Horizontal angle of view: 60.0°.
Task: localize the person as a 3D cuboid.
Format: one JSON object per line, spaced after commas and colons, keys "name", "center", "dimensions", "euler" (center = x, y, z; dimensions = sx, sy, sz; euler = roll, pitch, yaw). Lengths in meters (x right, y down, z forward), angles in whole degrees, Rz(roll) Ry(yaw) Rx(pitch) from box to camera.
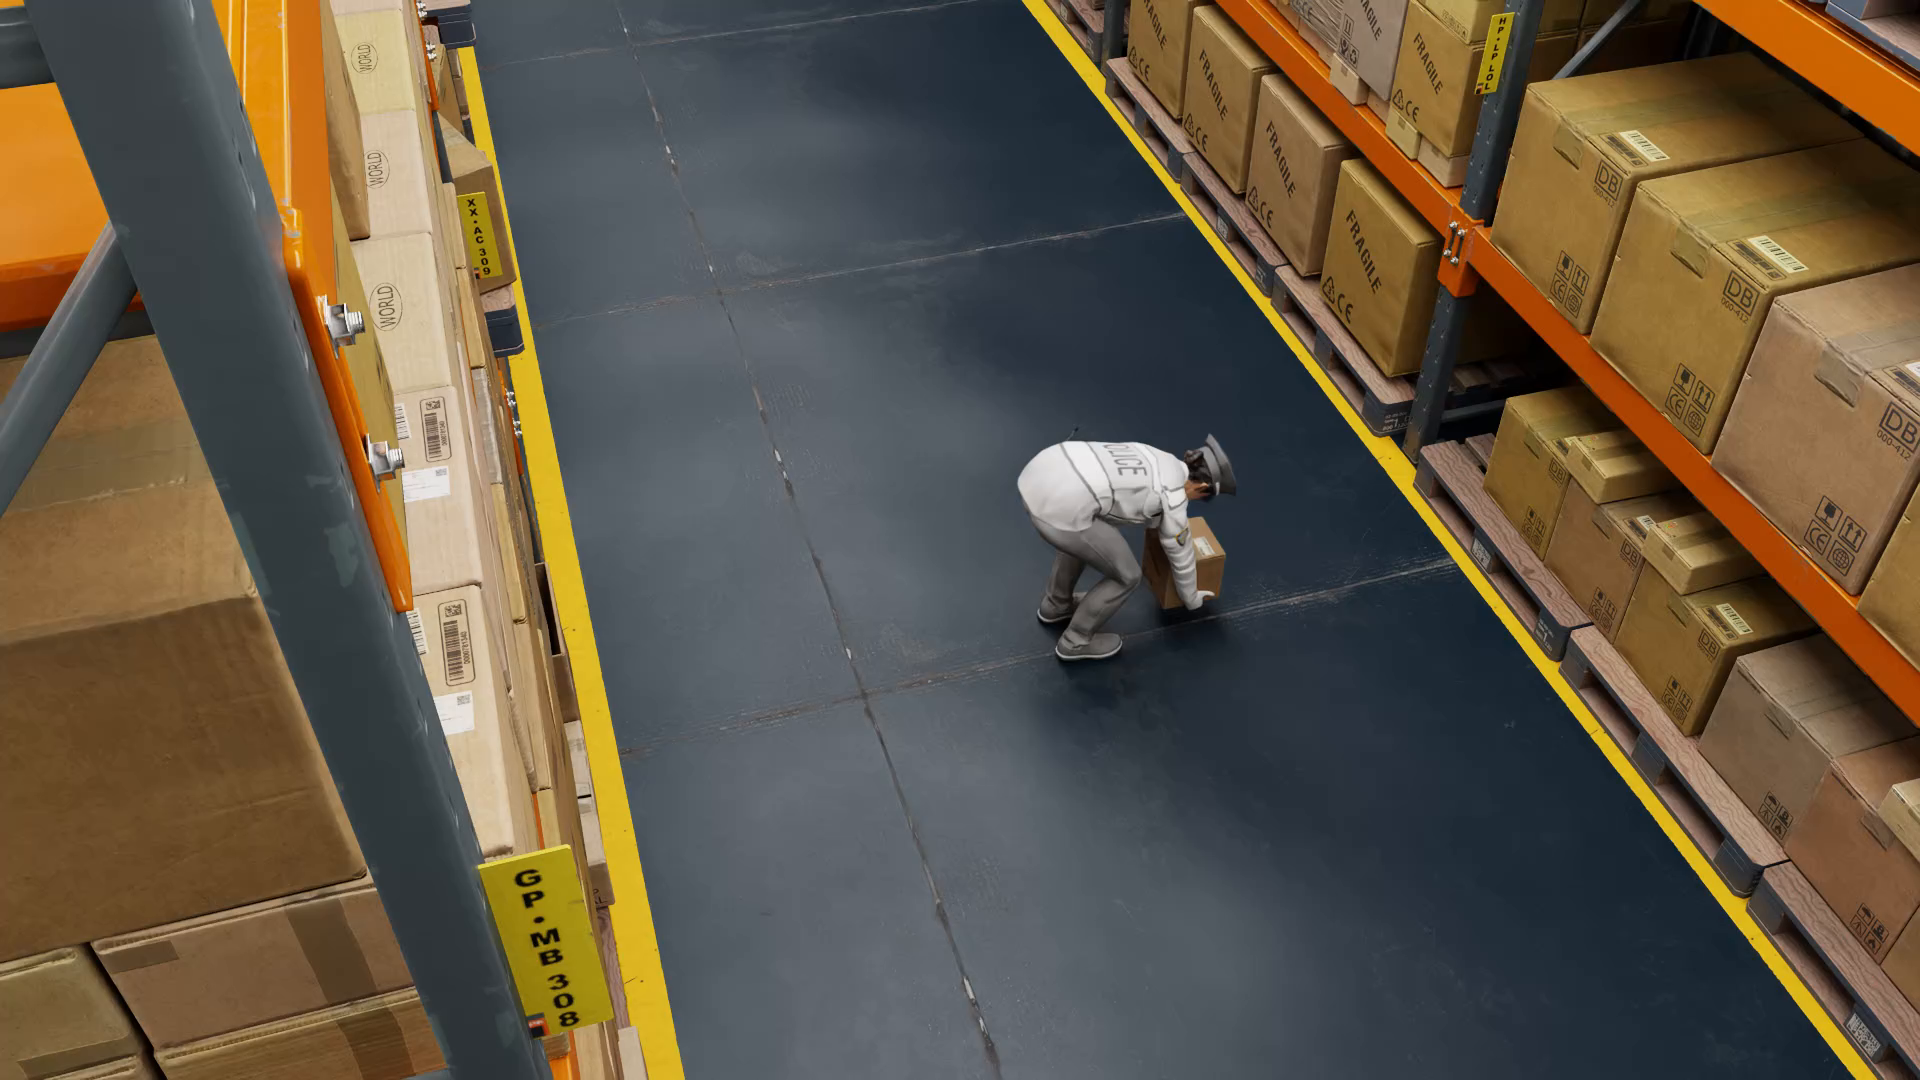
{"name": "person", "center": [0.669, -0.013, 6.689], "dimensions": [0.901, 0.972, 0.444], "euler": [-14, 44, -15]}
